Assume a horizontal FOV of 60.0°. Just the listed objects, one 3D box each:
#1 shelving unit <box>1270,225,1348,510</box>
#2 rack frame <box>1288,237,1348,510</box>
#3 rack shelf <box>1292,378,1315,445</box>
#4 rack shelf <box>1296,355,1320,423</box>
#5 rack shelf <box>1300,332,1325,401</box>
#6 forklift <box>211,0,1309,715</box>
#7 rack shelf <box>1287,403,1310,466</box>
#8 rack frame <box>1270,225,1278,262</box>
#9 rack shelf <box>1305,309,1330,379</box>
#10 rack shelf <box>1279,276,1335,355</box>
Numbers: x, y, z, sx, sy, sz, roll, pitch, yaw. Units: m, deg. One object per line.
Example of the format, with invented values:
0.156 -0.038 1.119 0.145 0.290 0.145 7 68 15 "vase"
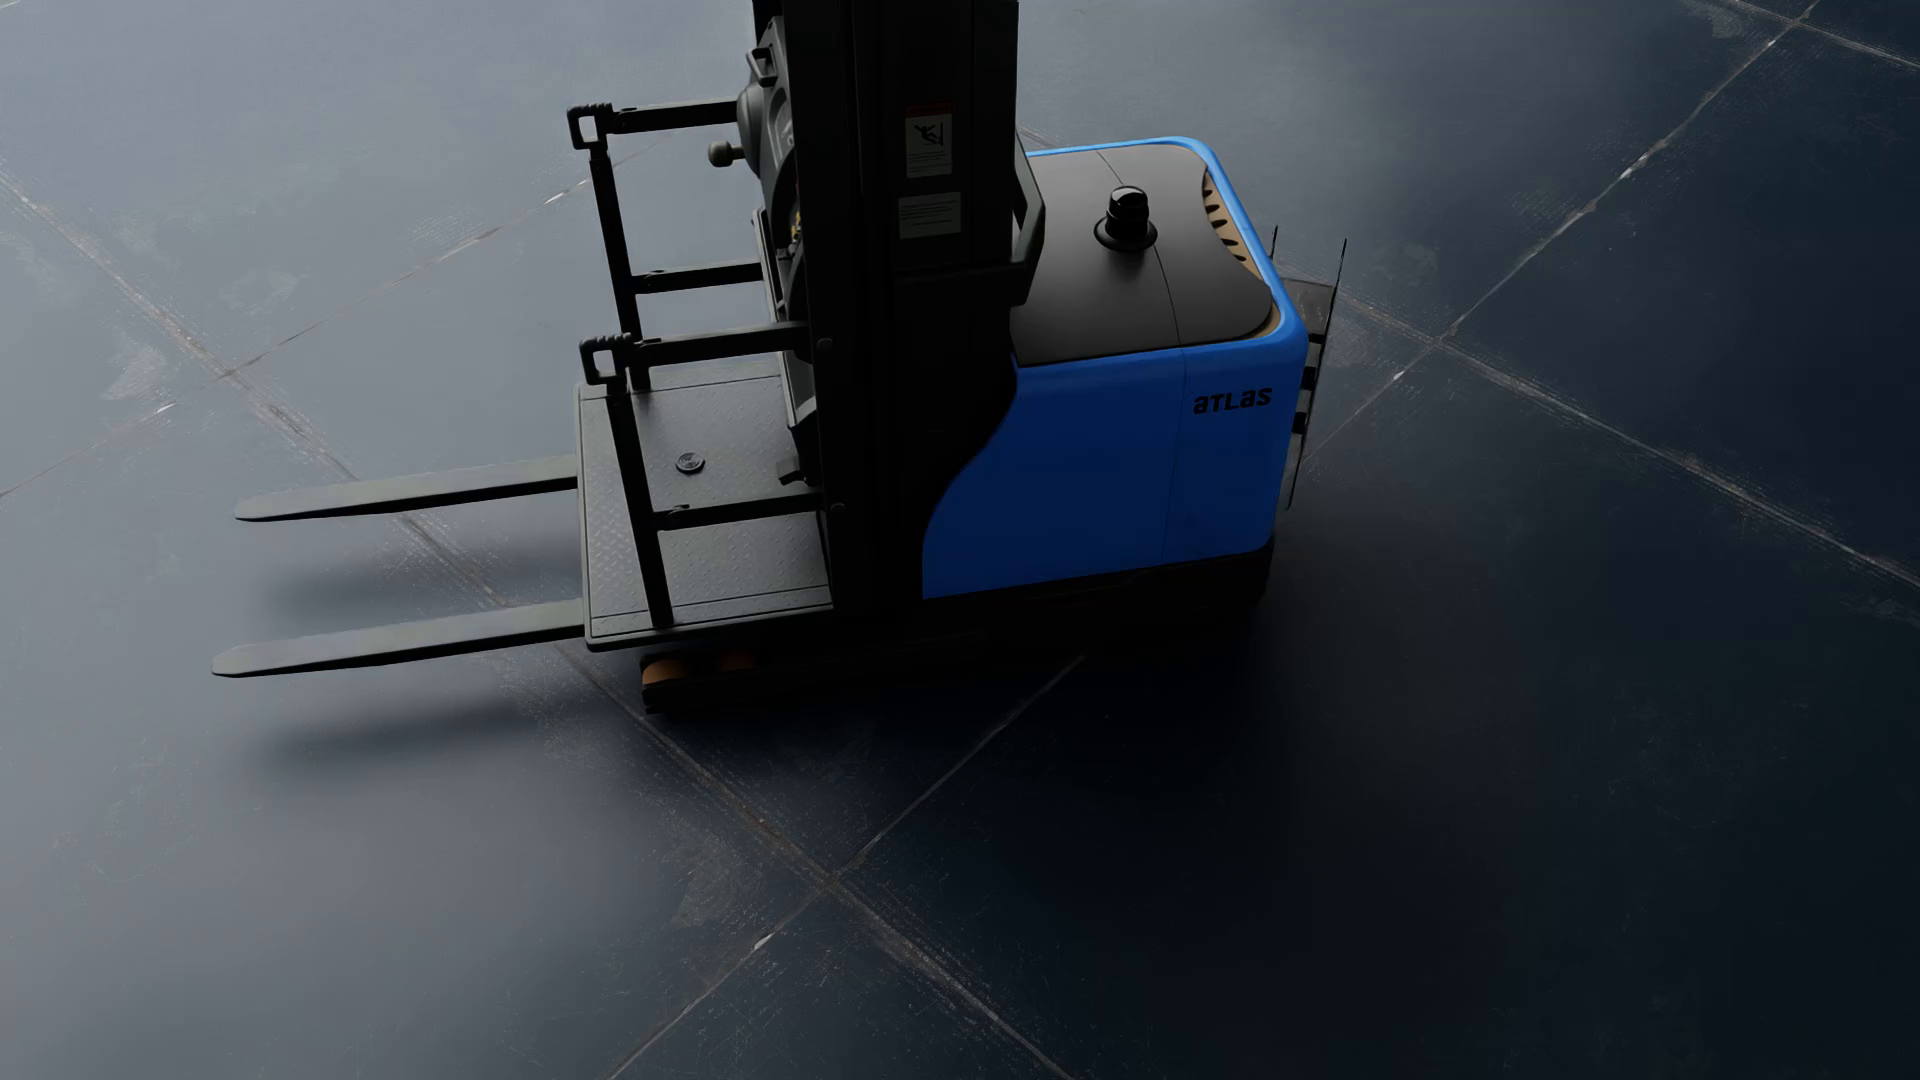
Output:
0.993 -0.511 5.111 0.210 0.900 0.258 12 48 11 "shelving unit"
1.091 -0.490 5.091 0.006 0.900 0.240 12 48 11 "rack frame"
0.992 -0.426 5.200 0.200 0.077 0.258 12 48 11 "rack shelf"
0.993 -0.488 5.135 0.200 0.077 0.258 12 48 11 "rack shelf"
0.993 -0.550 5.069 0.200 0.077 0.258 12 48 11 "rack shelf"
-0.646 -0.927 4.110 3.031 2.935 1.130 -8 47 -7 "forklift"
0.992 -0.364 5.266 0.200 0.077 0.258 12 48 11 "rack shelf"
0.895 -0.532 5.130 0.006 0.900 0.240 12 48 11 "rack frame"
0.994 -0.611 5.004 0.200 0.077 0.258 12 48 11 "rack shelf"
0.994 -0.673 4.939 0.200 0.077 0.258 12 48 11 "rack shelf"
